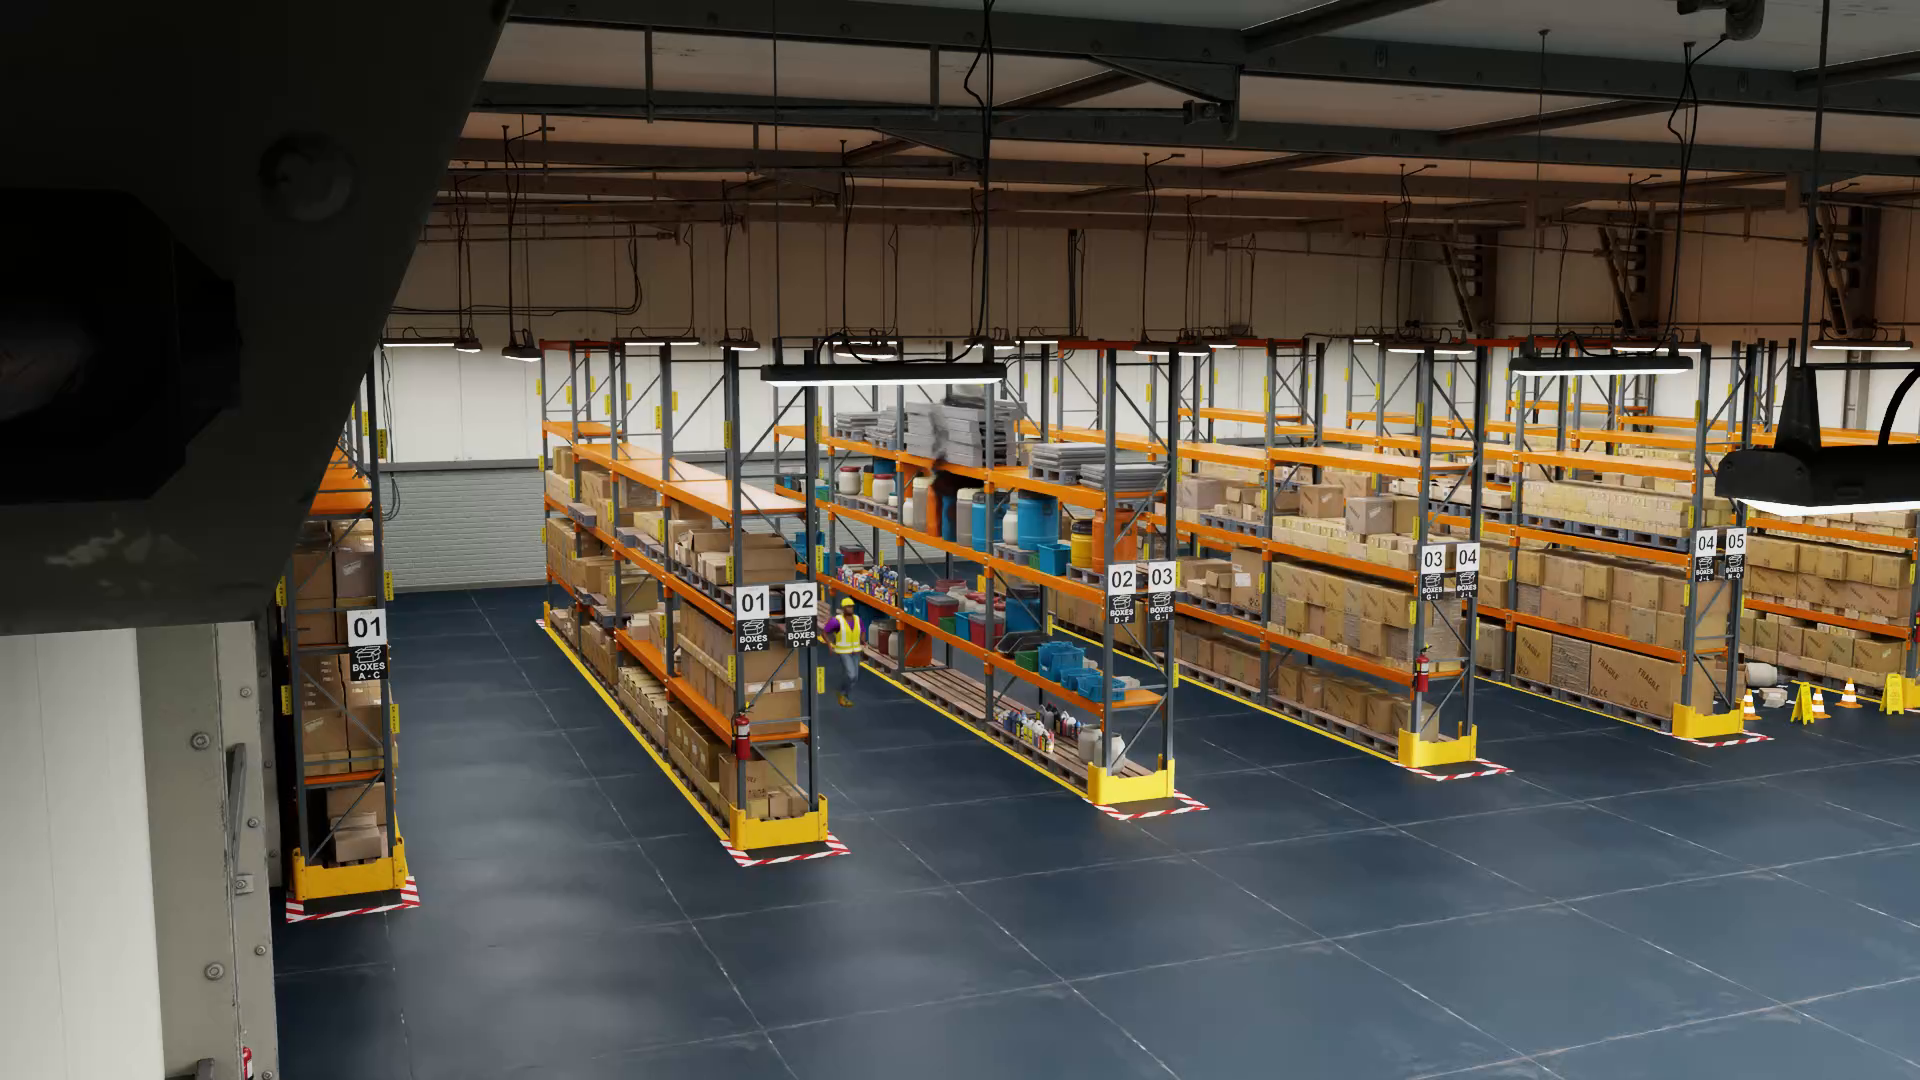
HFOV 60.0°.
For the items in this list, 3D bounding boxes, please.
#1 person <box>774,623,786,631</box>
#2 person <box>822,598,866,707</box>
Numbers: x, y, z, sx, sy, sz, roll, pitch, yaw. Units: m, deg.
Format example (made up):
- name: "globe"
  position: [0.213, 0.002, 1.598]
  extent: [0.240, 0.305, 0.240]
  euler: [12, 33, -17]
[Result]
- name: "person"
  position: [-3.380, 1.532, 29.883]
  extent: [0.537, 1.395, 0.892]
  euler: [-5, 9, -35]
- name: "person"
  position: [-1.741, 1.782, 26.163]
  extent: [0.690, 1.745, 0.597]
  euler: [-5, 9, -35]
